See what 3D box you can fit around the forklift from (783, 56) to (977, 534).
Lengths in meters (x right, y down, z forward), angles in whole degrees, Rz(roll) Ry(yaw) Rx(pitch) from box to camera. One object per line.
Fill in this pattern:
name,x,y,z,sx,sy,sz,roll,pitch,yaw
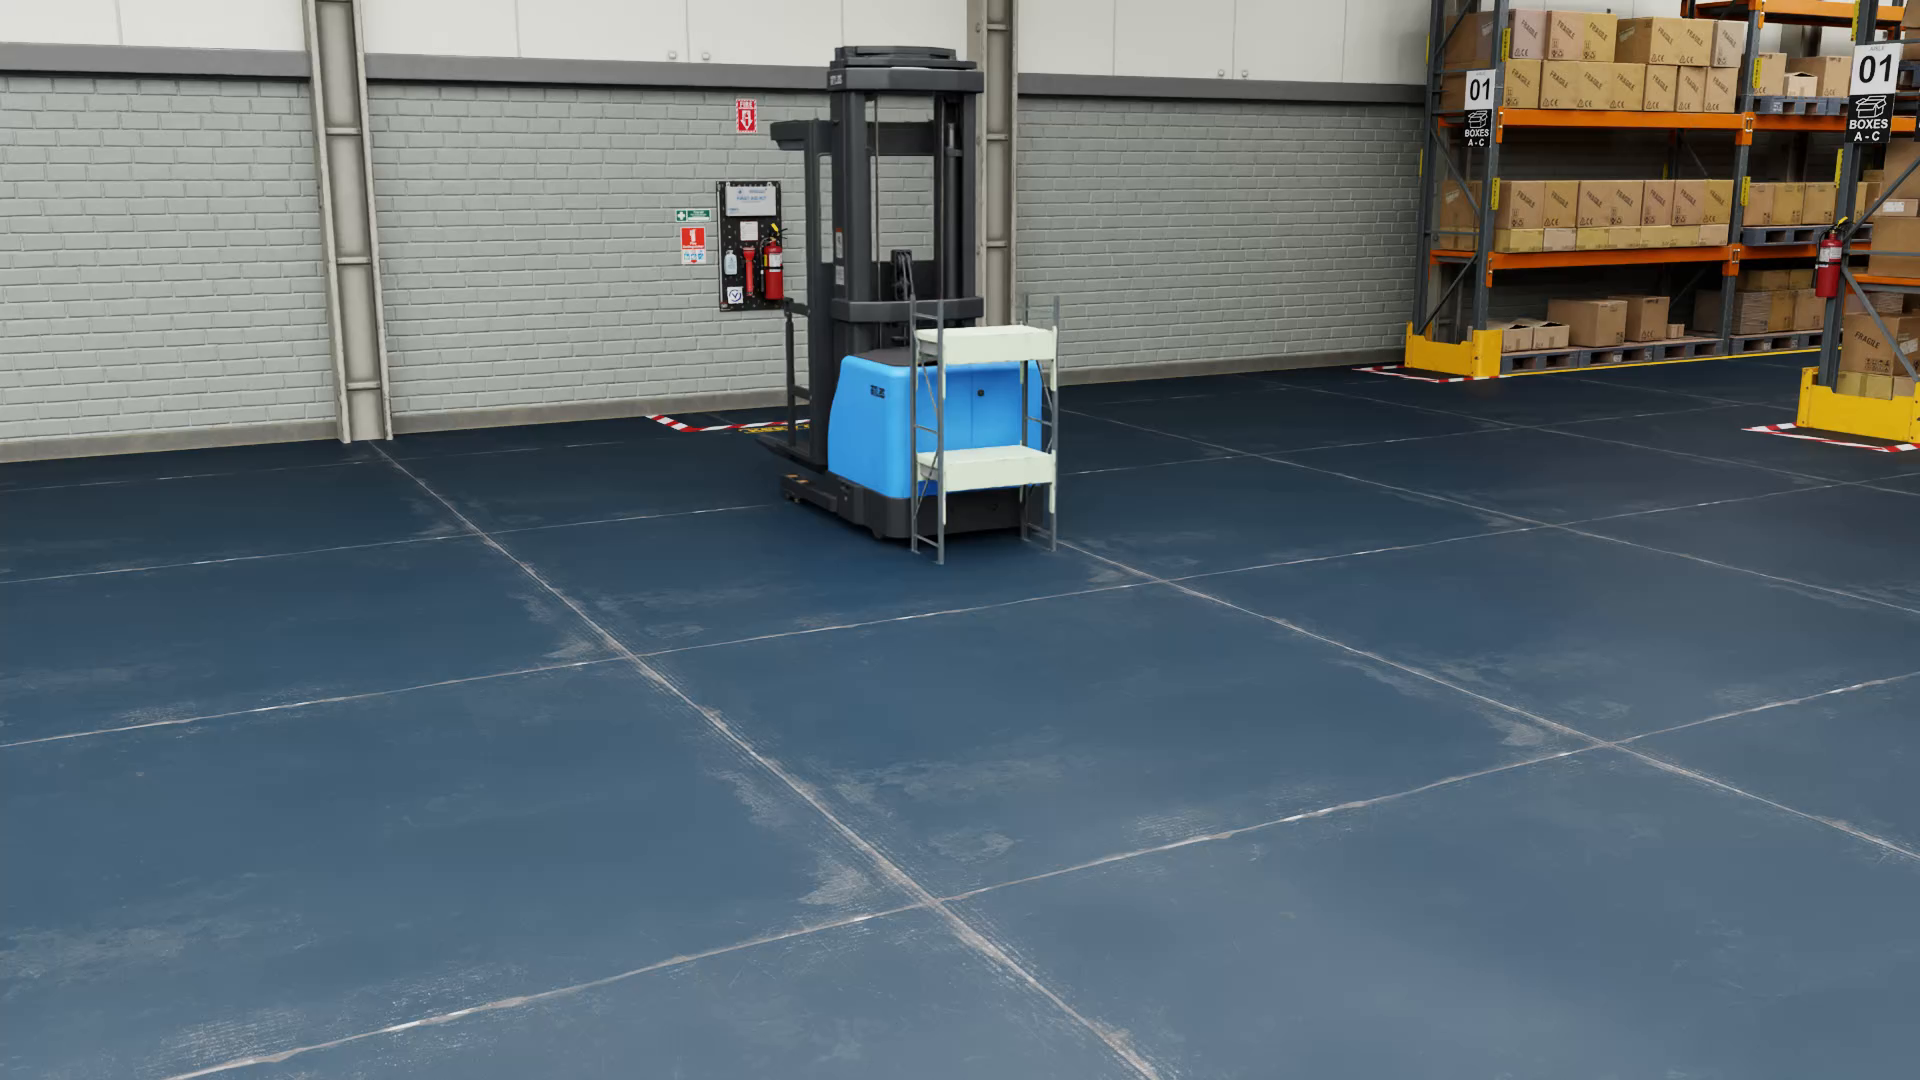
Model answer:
forklift,8.861,-0.153,4.258,12.119,2.867,21.555,-6,14,-25

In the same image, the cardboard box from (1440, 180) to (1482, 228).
cardboard box,5.688,-3.724,18.411,0.500,0.500,0.500,-7,14,-28

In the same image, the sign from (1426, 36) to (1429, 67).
sign,5.128,-5.335,18.135,0.005,0.325,0.100,-7,14,-28

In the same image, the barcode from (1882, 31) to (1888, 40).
barcode,7.787,-4.248,13.997,0.075,0.075,0.001,-7,14,-28

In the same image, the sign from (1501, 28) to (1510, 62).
sign,5.636,-5.116,17.187,0.005,0.325,0.100,-7,14,-28

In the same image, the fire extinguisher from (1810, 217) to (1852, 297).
fire extinguisher,7.427,-2.416,14.187,0.183,0.674,0.296,-7,14,-28

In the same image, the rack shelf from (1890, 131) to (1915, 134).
rack shelf,14.154,-5.495,22.501,4.000,0.370,1.077,-7,14,-28

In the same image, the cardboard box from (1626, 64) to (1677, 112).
cardboard box,7.644,-5.056,18.639,0.500,0.500,0.500,-7,15,-30

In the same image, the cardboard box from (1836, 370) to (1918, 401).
cardboard box,8.082,-1.353,14.596,0.500,0.250,0.500,-7,14,-28

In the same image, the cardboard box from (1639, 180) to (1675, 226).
cardboard box,7.738,-3.840,18.928,0.500,0.500,0.500,-7,15,-29

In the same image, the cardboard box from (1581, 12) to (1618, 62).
cardboard box,6.740,-5.433,18.037,0.500,0.500,0.500,-6,14,-26

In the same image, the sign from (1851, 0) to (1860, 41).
sign,7.505,-4.339,13.890,0.005,0.325,0.100,-7,14,-28

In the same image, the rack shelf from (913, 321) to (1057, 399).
rack shelf,0.139,-1.042,9.546,0.720,0.370,0.431,-6,14,-26

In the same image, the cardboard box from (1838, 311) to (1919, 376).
cardboard box,8.081,-1.719,14.515,0.500,0.500,0.500,-7,14,-28

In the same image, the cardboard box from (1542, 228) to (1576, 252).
cardboard box,6.406,-3.315,18.302,0.500,0.250,0.500,-7,15,-30

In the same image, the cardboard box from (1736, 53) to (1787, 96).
cardboard box,9.406,-5.511,19.747,0.500,0.500,0.500,-5,13,-20

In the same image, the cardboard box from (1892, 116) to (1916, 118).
cardboard box,11.896,-5.474,20.927,0.500,0.311,0.500,-7,14,-28

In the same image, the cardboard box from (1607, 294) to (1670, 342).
cardboard box,7.995,-2.630,19.653,0.500,0.500,0.500,-8,15,-32

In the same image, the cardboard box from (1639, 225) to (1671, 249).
cardboard box,7.741,-3.473,19.005,0.500,0.250,0.500,-7,14,-28

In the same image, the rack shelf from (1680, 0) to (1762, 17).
rack shelf,7.132,-6.115,18.432,4.000,0.370,1.077,-7,14,-28

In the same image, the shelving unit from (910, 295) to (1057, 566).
shelving unit,0.136,-0.661,9.630,0.748,1.500,0.431,-6,14,-26

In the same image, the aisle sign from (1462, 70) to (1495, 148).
aisle sign,5.457,-4.533,17.500,0.004,0.787,0.394,-7,14,-28

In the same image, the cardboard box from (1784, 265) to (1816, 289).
cardboard box,10.812,-3.344,21.121,0.500,0.250,0.500,-7,14,-28

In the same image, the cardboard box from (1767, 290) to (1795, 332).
cardboard box,9.955,-2.891,20.815,0.500,0.500,0.700,-7,15,-29

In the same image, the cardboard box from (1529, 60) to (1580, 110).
cardboard box,6.278,-4.889,17.897,0.500,0.500,0.500,-6,14,-24

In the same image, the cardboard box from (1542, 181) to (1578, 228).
cardboard box,6.378,-3.675,18.197,0.500,0.500,0.500,-7,14,-28

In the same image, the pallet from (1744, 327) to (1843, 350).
pallet,10.642,-2.602,21.192,1.213,0.211,1.003,-7,14,-28

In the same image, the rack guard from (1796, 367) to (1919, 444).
rack guard,7.732,-1.154,14.099,0.348,0.500,1.175,-7,14,-28

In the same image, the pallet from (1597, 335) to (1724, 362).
pallet,8.315,-2.313,19.908,1.213,0.211,1.003,-7,14,-28

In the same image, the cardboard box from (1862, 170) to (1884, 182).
cardboard box,11.835,-4.673,21.336,0.250,0.149,0.380,-10,16,-37

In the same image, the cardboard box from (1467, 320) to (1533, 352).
cardboard box,6.027,-2.289,18.570,0.500,0.311,0.500,-9,15,-34

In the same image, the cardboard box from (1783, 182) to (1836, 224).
cardboard box,10.407,-4.194,20.685,0.500,0.500,0.700,-5,14,-20

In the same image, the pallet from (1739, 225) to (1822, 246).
pallet,9.628,-3.710,20.200,1.213,0.211,1.003,-7,14,-28

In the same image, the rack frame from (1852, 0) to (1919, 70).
rack frame,7.753,-5.303,13.178,0.127,3.000,1.000,-7,14,-28

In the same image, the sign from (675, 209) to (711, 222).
sign,-2.404,-2.923,14.979,0.331,0.109,0.001,-7,14,-28

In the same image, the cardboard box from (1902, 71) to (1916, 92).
cardboard box,12.788,-5.960,21.699,0.500,0.500,0.700,-8,15,-32

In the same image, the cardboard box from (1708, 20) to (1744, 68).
cardboard box,8.578,-5.656,19.028,0.500,0.500,0.500,-8,15,-33

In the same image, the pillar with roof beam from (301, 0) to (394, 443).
pillar with roof beam,-2.894,-4.406,9.190,0.400,9.000,9.100,-7,14,-28

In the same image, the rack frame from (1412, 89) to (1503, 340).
rack frame,5.376,-3.331,18.076,0.127,3.000,1.000,-7,14,-28

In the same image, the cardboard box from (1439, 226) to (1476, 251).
cardboard box,5.694,-3.354,18.475,0.500,0.250,0.500,-7,14,-27

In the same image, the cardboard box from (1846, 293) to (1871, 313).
cardboard box,11.283,-3.050,21.520,0.500,0.500,0.700,-7,14,-28

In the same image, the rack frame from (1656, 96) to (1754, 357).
rack frame,8.887,-3.751,19.946,0.127,3.000,1.000,-7,14,-28
